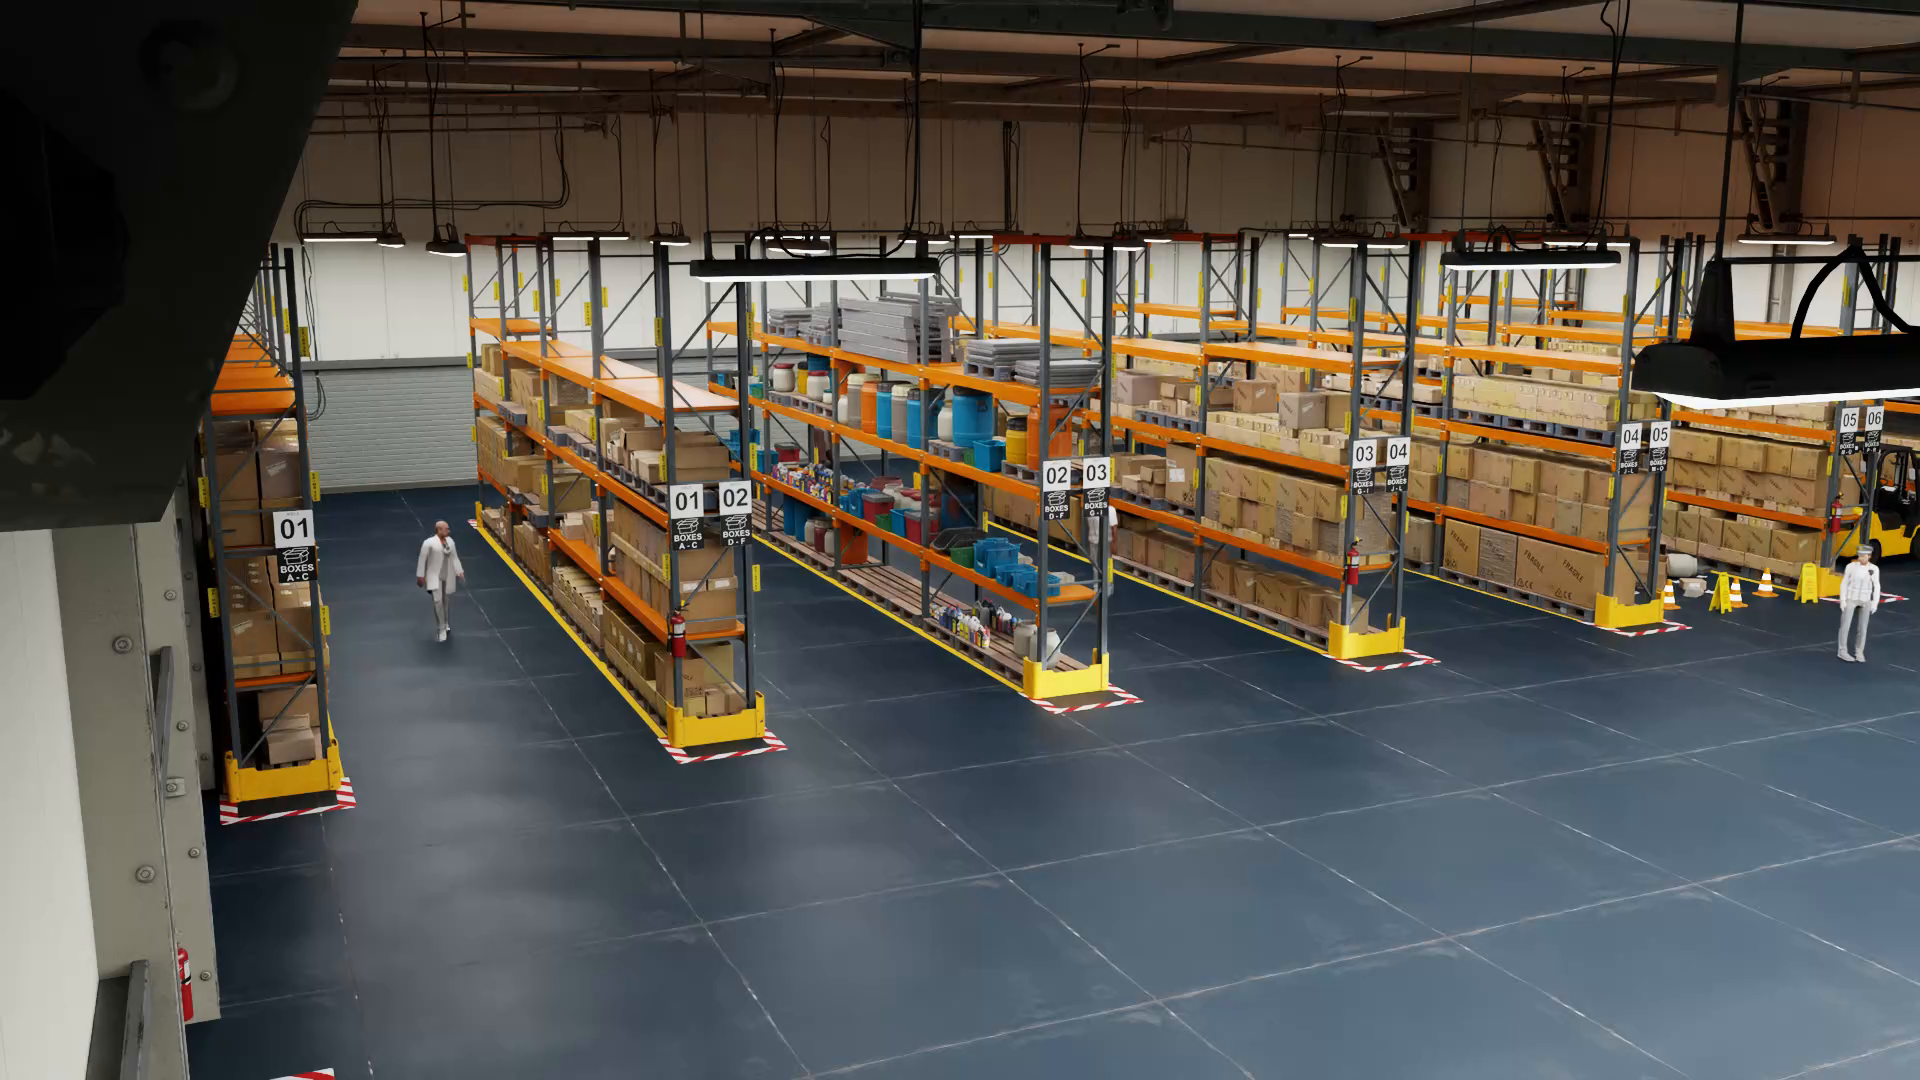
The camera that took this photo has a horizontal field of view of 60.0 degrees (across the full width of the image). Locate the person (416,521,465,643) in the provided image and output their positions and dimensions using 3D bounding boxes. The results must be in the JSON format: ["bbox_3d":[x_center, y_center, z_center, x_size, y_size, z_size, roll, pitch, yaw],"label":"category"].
[{"bbox_3d":[-7.925,0.598,25.405,0.700,1.788,0.857,-7,13,-31],"label":"person"}]

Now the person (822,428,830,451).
[{"bbox_3d":[-3.235,-2.502,39.350,0.623,1.025,0.406,-9,14,-40],"label":"person"}]

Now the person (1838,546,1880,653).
[{"bbox_3d":[12.992,0.867,24.045,0.495,1.617,0.347,4,12,18],"label":"person"}]

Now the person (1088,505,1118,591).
[{"bbox_3d":[2.281,0.011,26.786,0.624,1.658,0.407,7,13,33],"label":"person"}]
